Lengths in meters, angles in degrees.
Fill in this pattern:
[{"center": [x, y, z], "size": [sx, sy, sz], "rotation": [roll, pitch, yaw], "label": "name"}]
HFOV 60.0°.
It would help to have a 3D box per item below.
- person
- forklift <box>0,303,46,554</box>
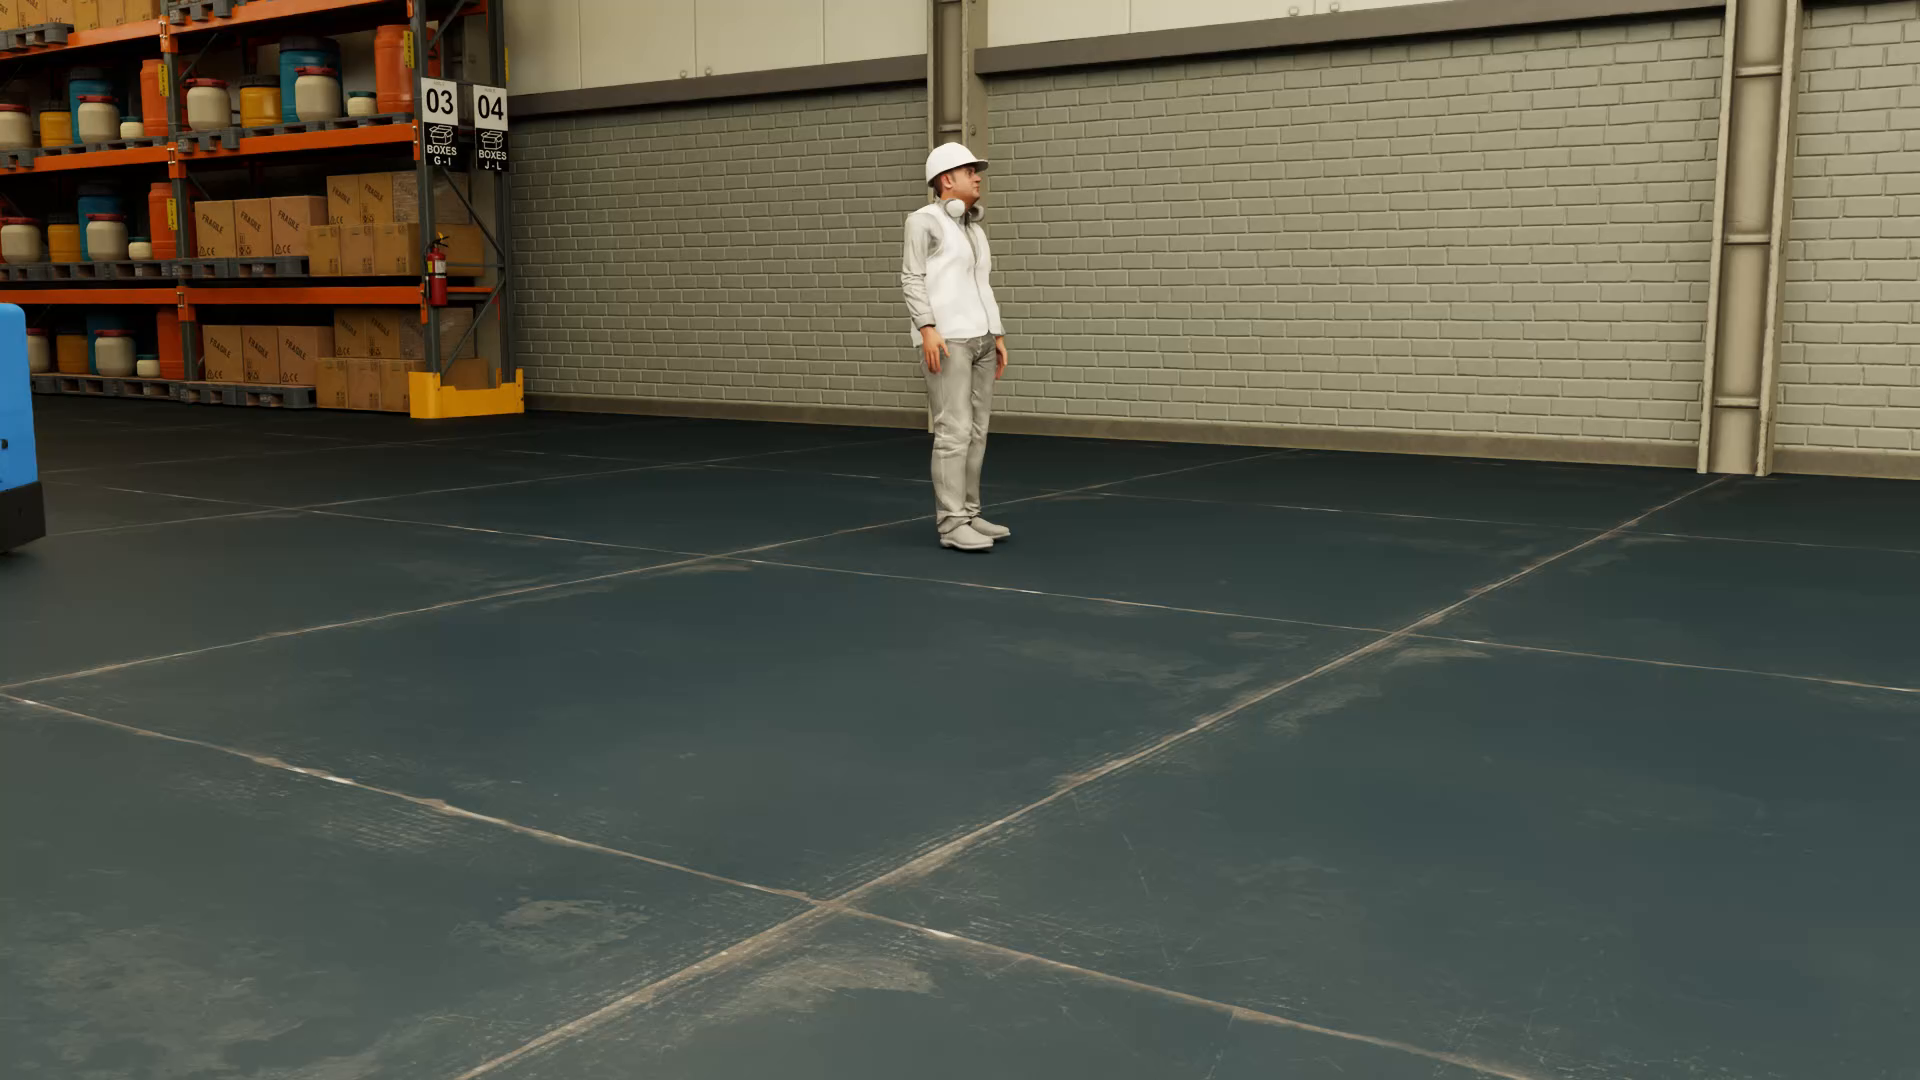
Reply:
[{"center": [0.047, -0.880, 7.437], "size": [0.568, 1.773, 0.632], "rotation": [5, 10, 34], "label": "person"}, {"center": [-5.374, -1.298, 6.319], "size": [3.031, 2.935, 1.130], "rotation": [-2, 8, -11], "label": "forklift"}]
